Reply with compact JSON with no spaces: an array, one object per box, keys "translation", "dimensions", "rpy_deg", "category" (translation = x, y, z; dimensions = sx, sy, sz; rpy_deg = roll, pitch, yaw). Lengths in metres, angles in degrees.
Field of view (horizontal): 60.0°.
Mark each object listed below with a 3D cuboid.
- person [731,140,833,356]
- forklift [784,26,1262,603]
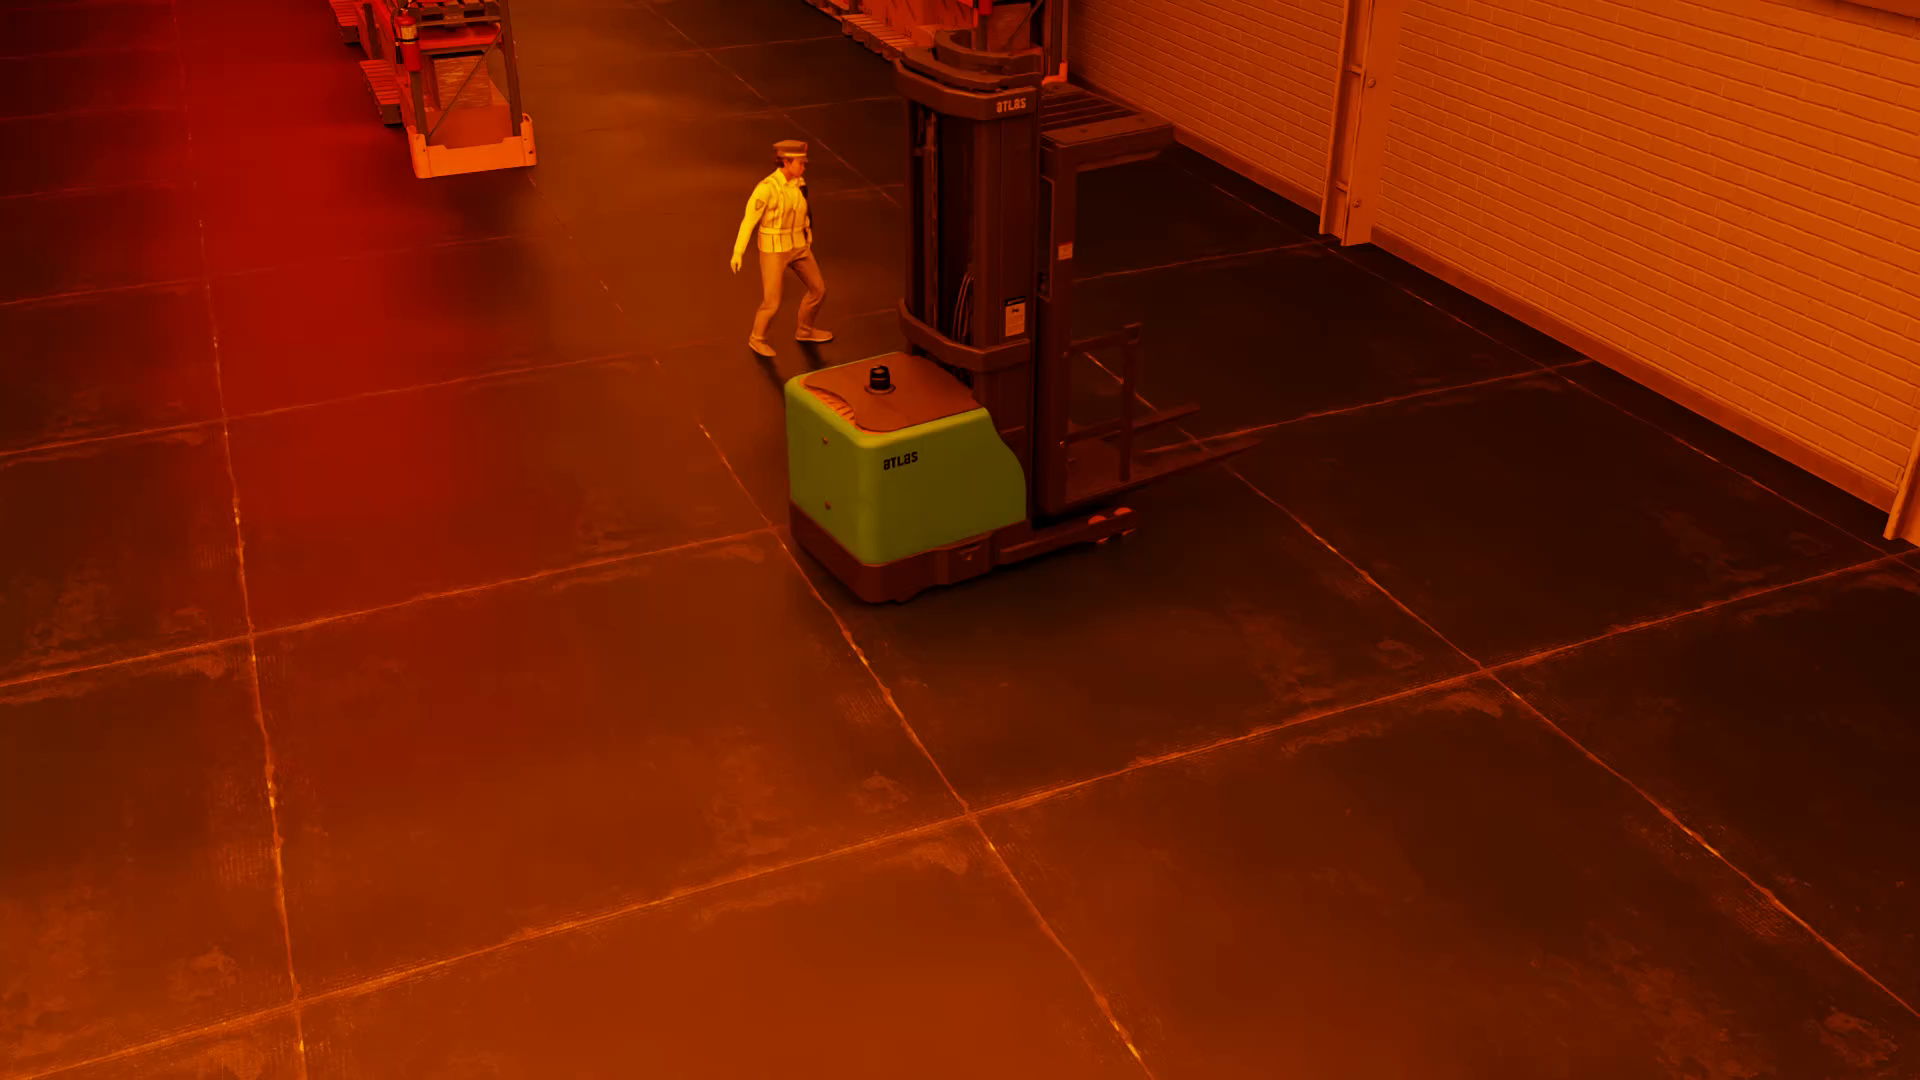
[{"translation":[-1.334,-2.119,12.222],"dimensions":[0.812,1.642,0.441],"rpy_deg":[-25,38,-37],"category":"person"},{"translation":[0.496,-1.457,9.668],"dimensions":[3.031,2.935,1.130],"rpy_deg":[-17,34,-27],"category":"forklift"}]
